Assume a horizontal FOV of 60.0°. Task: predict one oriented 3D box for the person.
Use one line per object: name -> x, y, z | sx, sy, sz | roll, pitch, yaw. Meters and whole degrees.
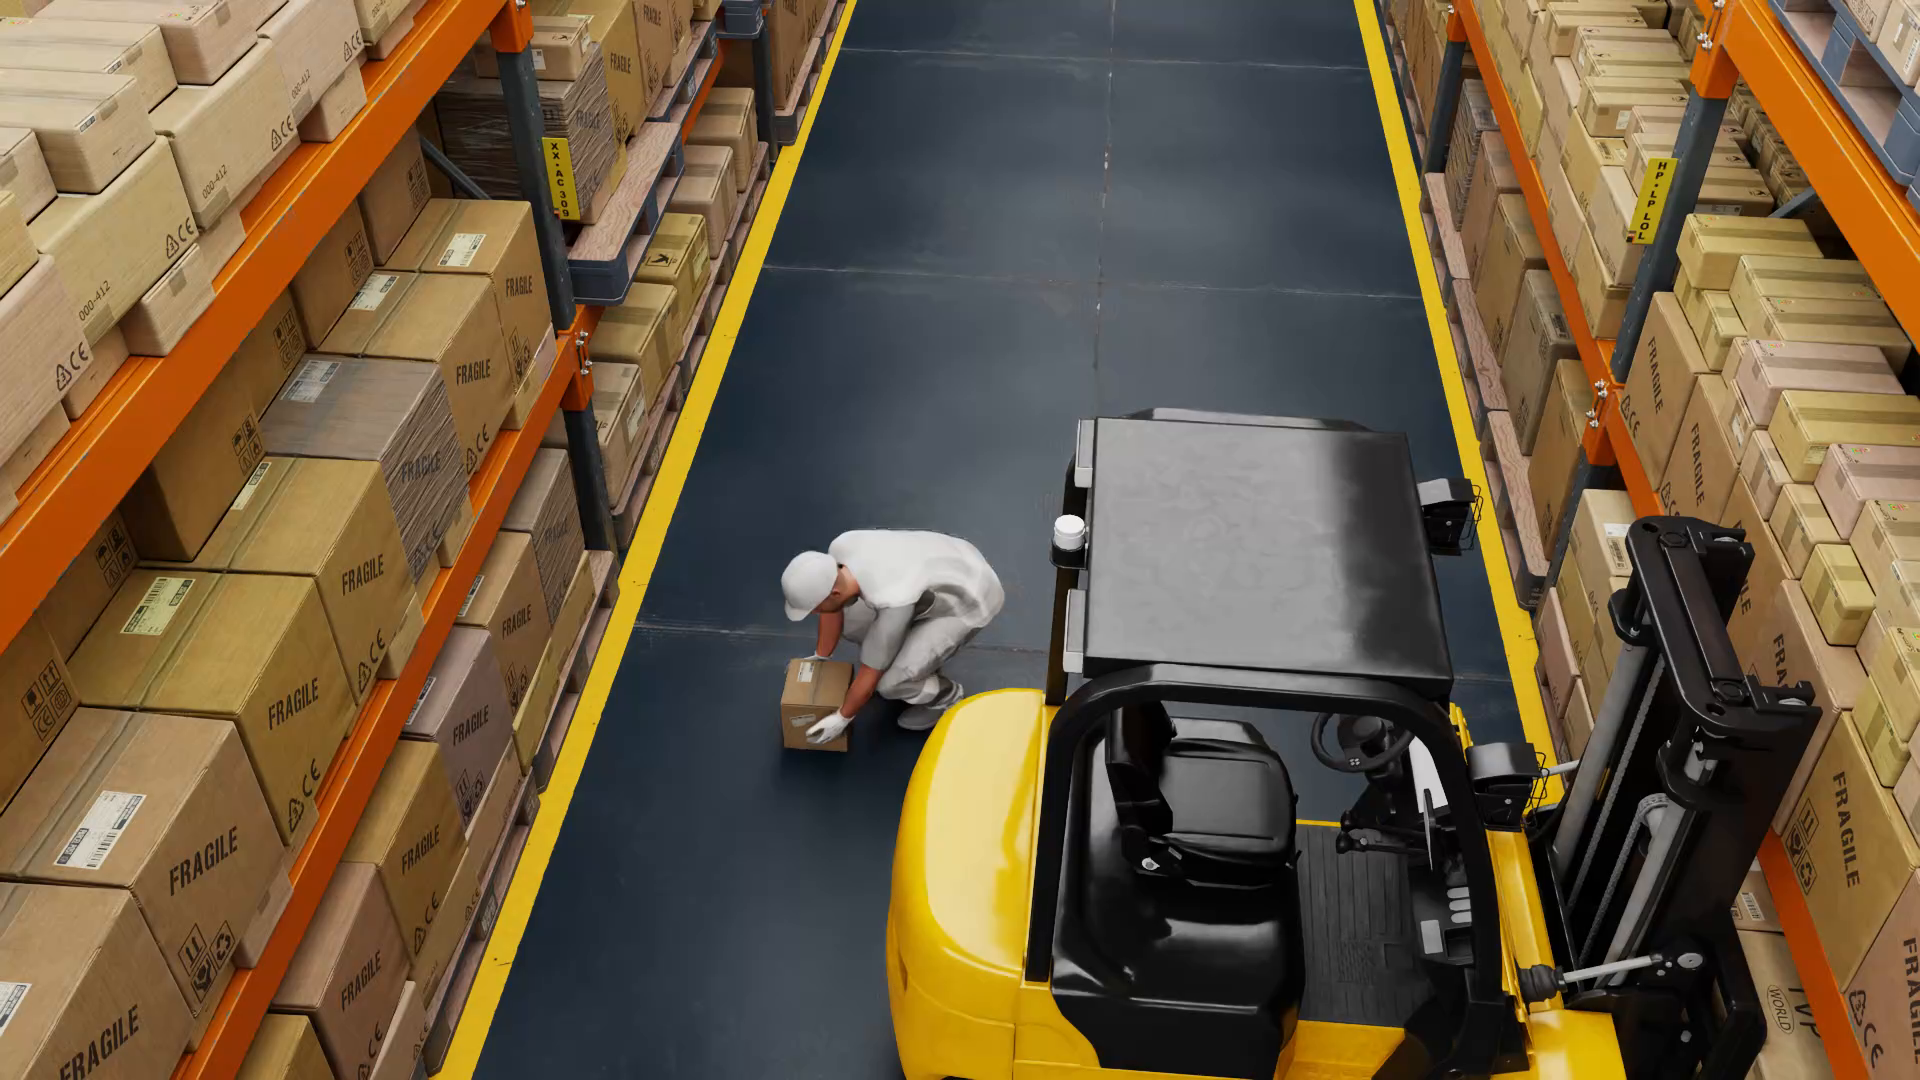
person -> -0.255, 0.318, 6.410 | 0.881, 0.956, 0.571 | -16, 42, -18
